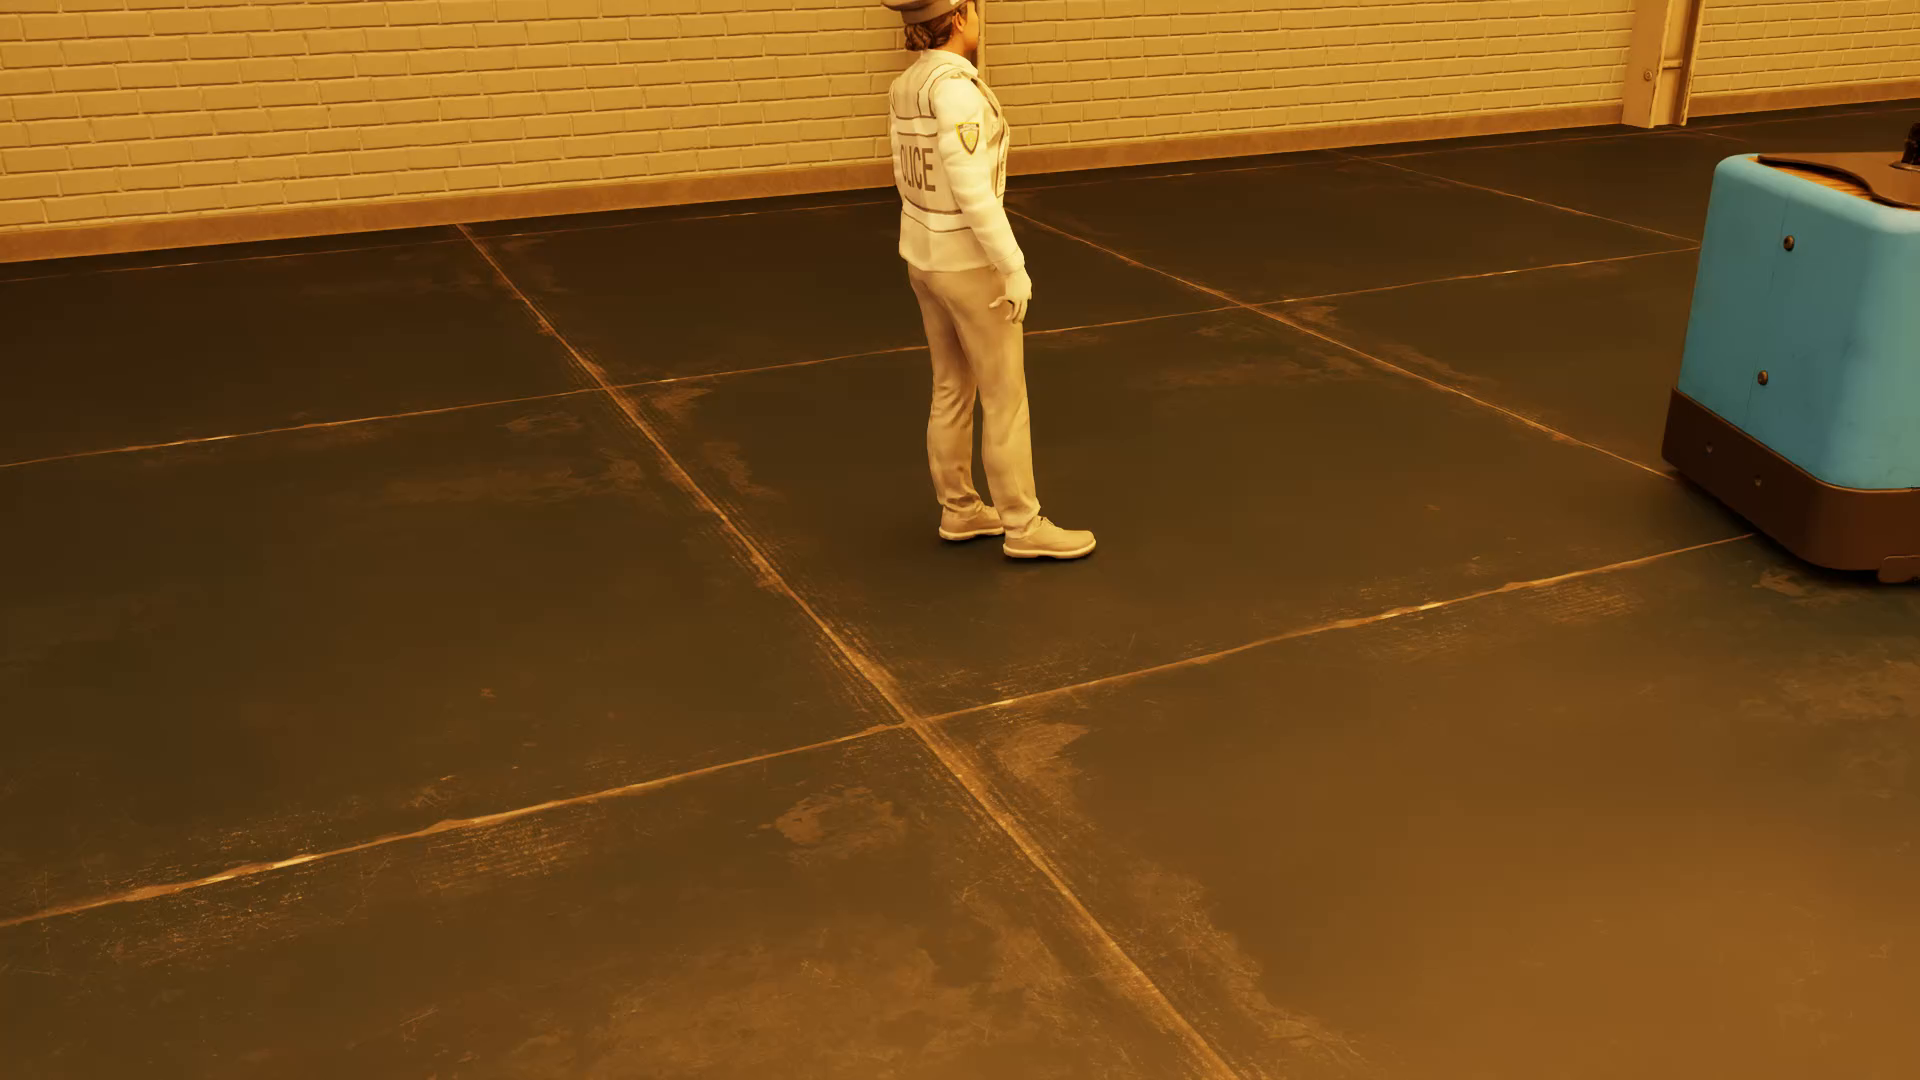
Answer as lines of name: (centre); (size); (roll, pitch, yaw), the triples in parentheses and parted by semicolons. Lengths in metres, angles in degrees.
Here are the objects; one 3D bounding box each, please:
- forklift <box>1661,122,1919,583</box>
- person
forklift: (3.899, -1.439, 4.749); (3.031, 2.935, 1.130); (-2, 23, -4)
person: (0.065, -0.798, 4.800); (0.531, 1.695, 0.588); (-10, 25, -23)
